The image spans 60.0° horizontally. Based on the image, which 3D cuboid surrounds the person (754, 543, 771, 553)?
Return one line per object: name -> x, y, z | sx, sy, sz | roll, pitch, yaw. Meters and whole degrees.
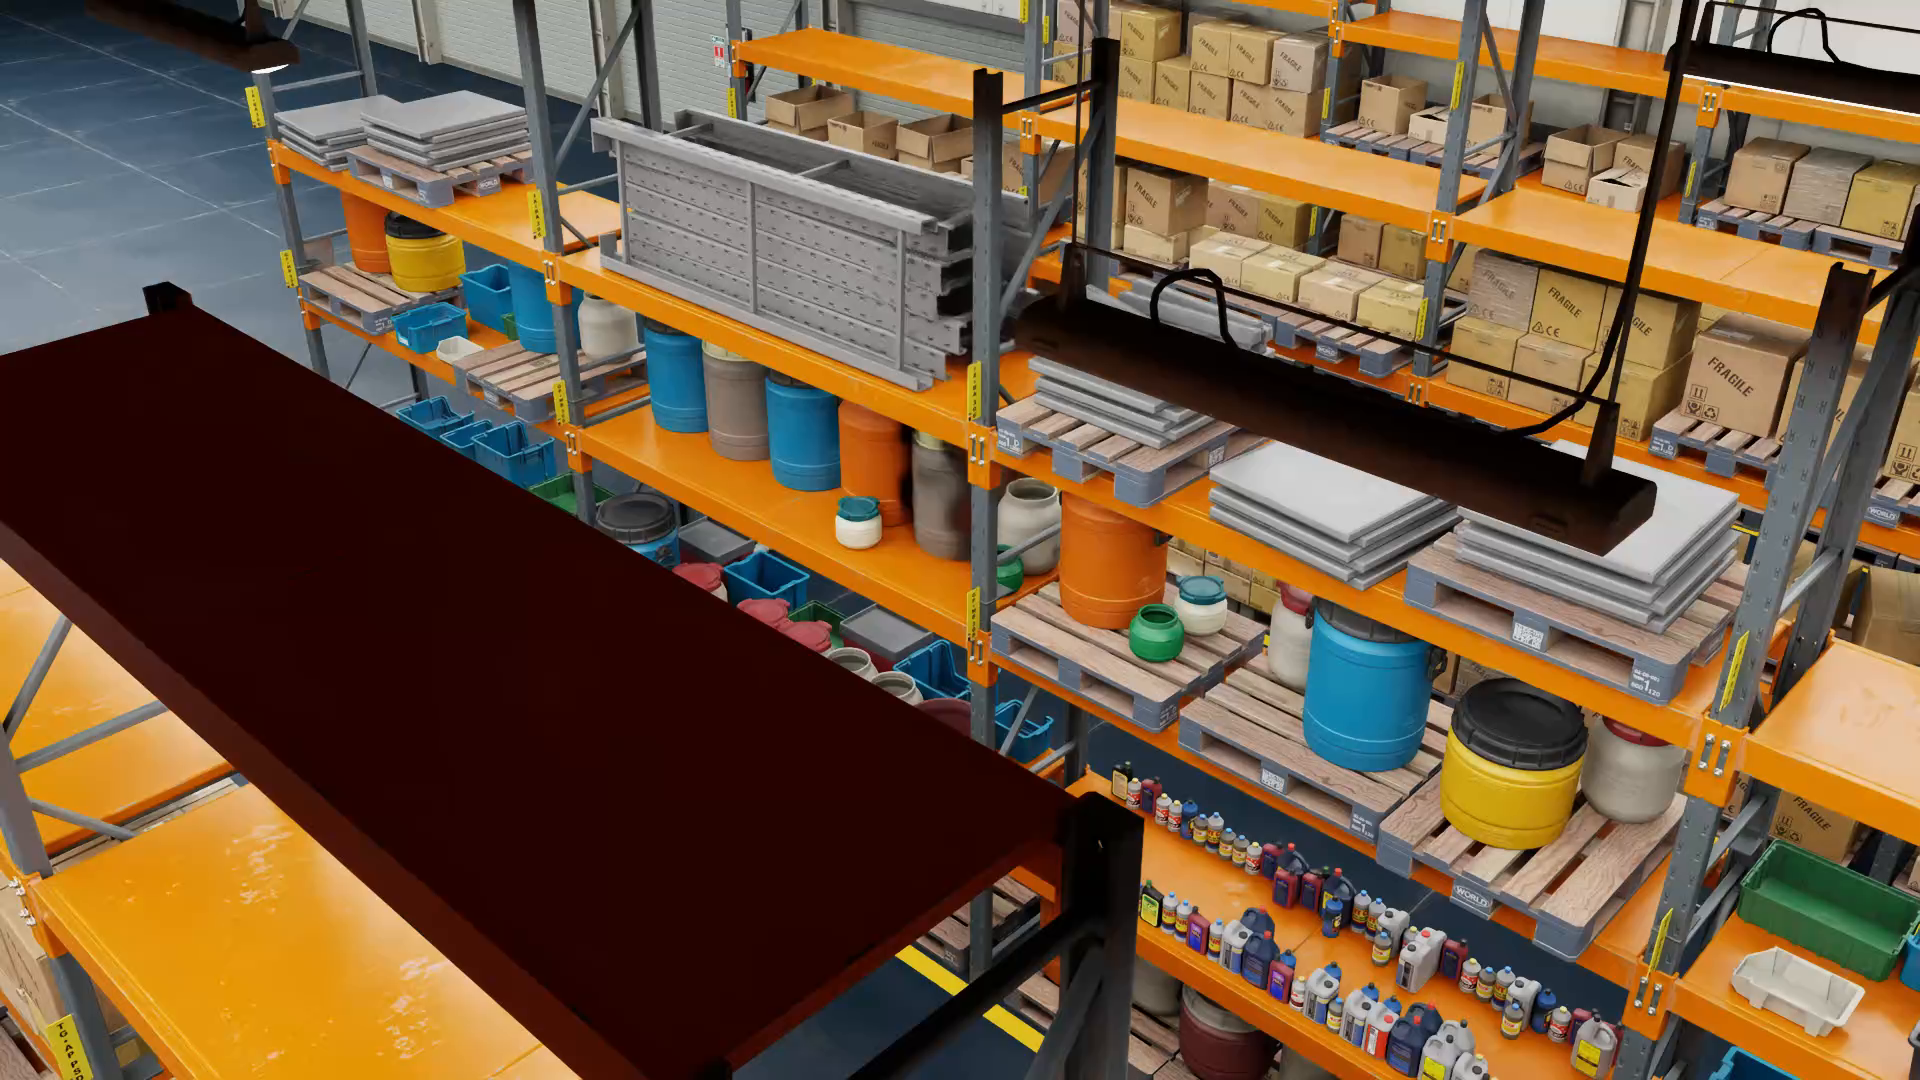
person -> -2.212, -0.712, 15.816 | 0.848, 1.737, 0.694 | -5, 30, -9
